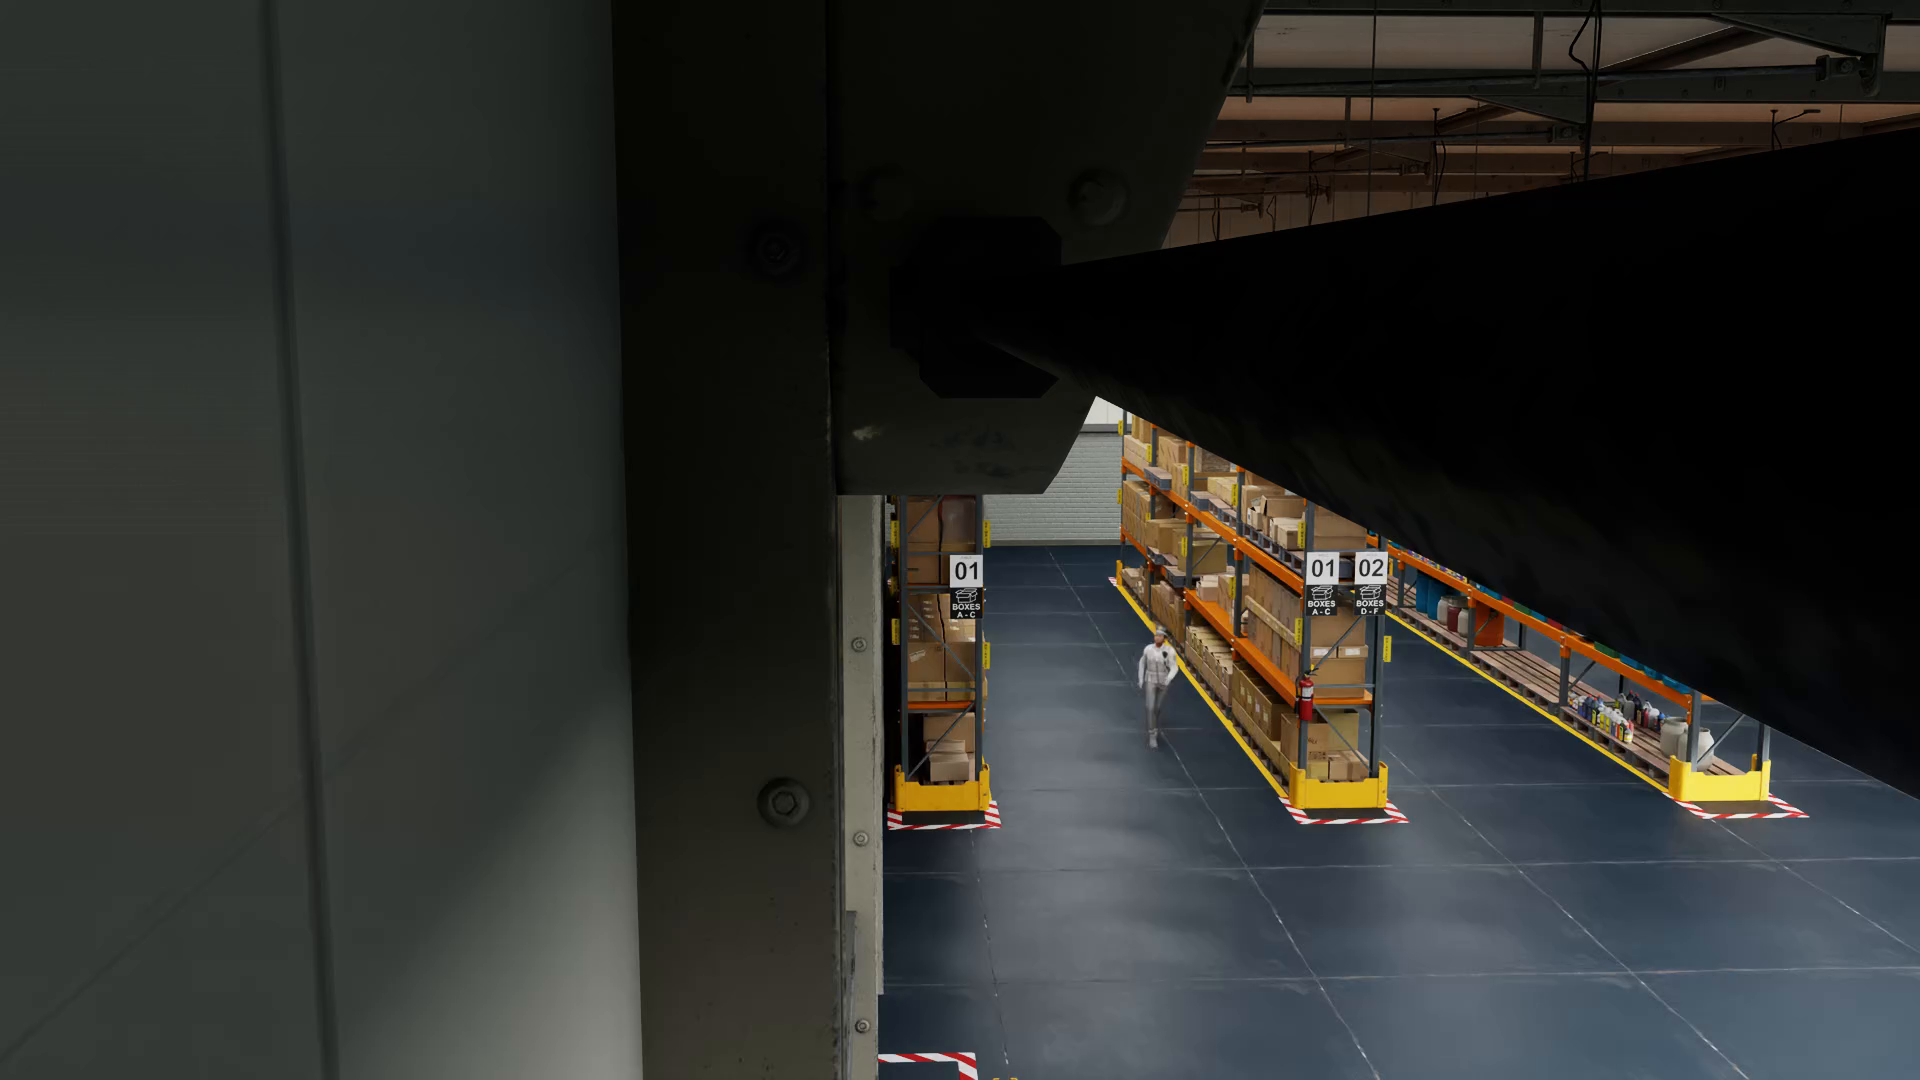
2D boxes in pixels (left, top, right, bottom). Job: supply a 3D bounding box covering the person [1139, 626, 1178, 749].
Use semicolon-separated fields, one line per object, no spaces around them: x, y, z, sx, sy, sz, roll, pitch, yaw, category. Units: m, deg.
2.831;2.044;23.687;0.509;1.678;0.958;0;8;-2;person
